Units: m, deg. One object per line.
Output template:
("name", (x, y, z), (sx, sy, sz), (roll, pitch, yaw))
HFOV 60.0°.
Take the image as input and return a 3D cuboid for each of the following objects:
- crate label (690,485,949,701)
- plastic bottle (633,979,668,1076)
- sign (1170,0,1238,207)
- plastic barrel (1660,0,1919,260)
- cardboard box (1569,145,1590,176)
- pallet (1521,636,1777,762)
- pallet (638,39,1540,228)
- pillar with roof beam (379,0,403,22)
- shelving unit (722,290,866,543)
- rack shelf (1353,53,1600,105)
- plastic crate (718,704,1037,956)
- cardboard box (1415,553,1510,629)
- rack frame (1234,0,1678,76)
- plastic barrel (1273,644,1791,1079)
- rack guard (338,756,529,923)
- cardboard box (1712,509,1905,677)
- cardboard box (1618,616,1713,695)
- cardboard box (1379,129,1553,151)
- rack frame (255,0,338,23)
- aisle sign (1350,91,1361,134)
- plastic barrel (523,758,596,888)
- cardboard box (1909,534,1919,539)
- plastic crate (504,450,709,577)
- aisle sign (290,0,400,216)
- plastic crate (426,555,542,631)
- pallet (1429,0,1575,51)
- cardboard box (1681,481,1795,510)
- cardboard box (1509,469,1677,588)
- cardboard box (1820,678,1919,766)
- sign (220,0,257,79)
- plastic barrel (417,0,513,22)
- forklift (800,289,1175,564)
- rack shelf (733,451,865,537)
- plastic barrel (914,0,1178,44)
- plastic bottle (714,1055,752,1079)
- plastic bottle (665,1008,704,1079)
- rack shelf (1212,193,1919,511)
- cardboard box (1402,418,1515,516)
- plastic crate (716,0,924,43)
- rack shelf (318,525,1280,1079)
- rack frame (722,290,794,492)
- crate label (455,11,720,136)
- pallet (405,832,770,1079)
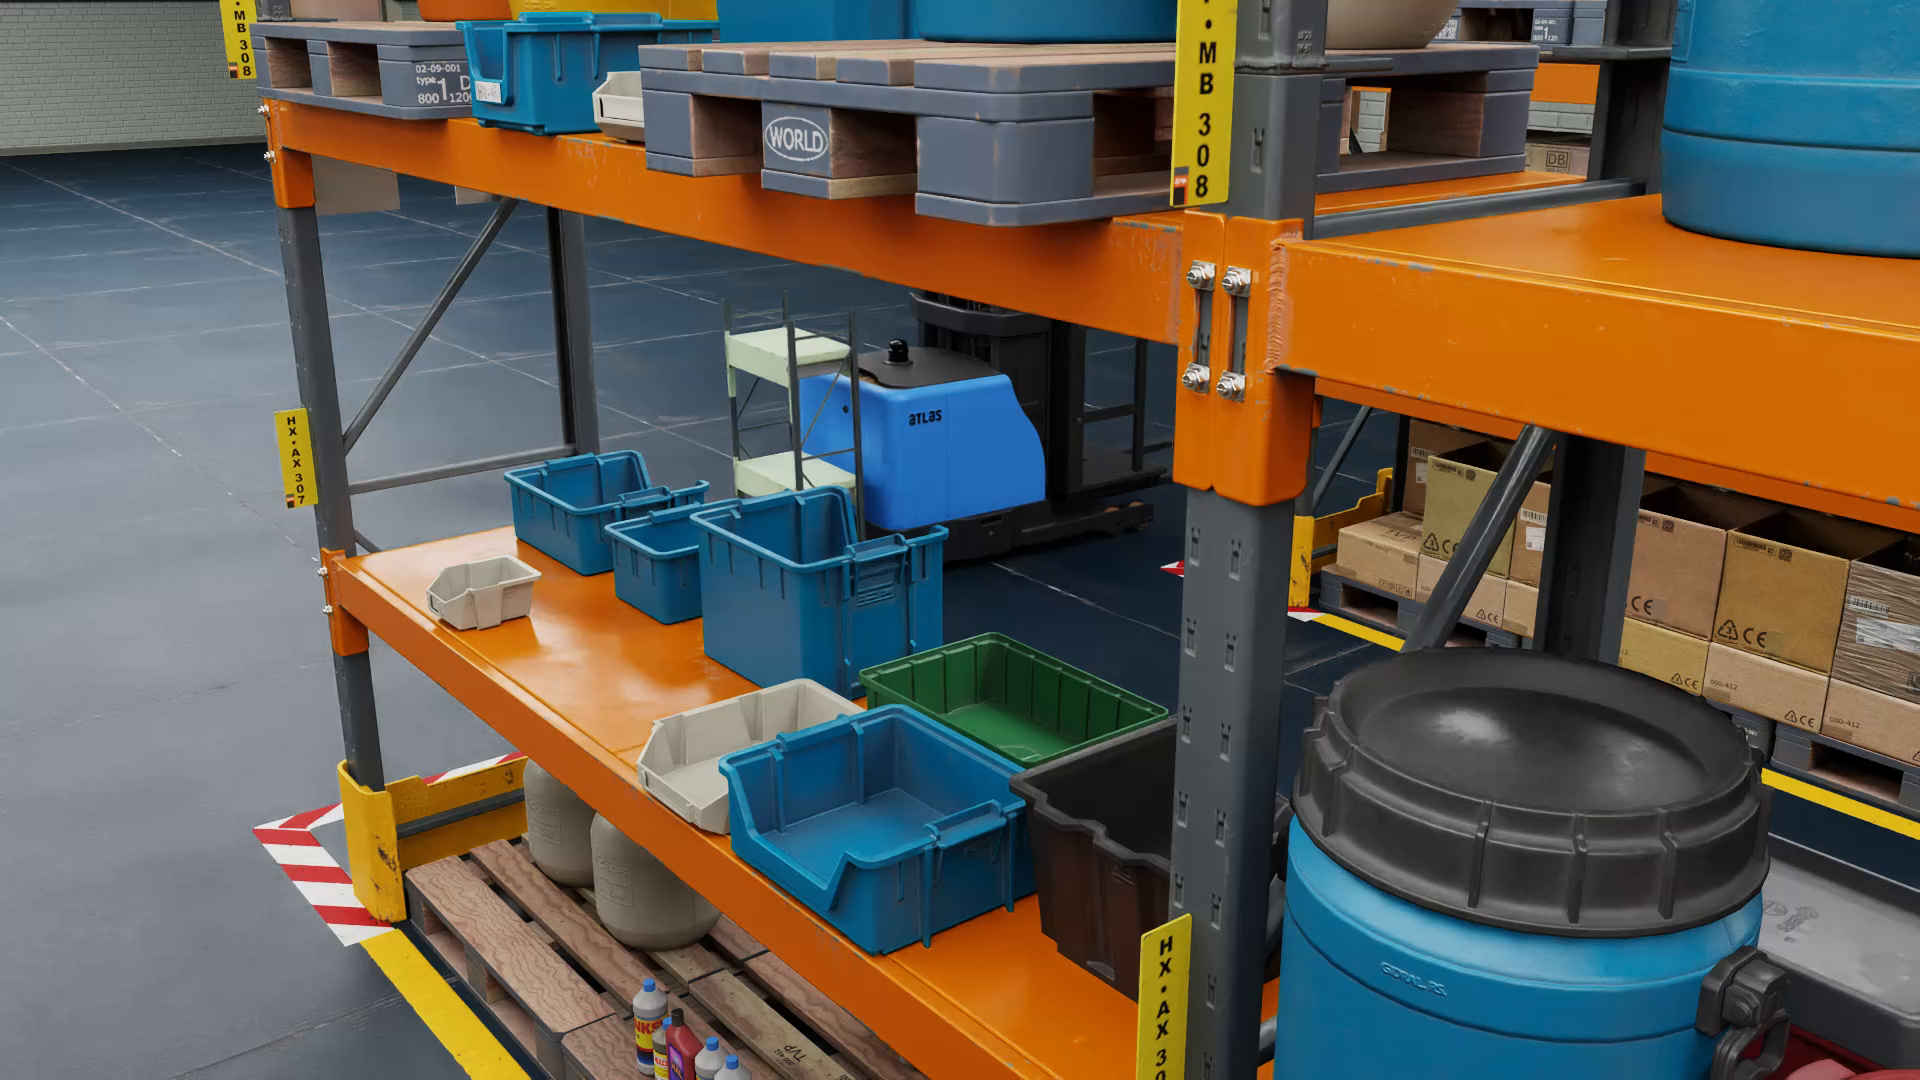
("crate label", (-0.388, 0.142, 4.605), (0.502, 0.435, 0.616), (-14, 23, -36))
("plastic bottle", (-0.861, 1.352, 4.648), (0.097, 0.271, 0.097), (0, 18, 0))
("sign", (0.303, -0.580, 2.055), (0.100, 0.325, 0.005), (-14, 23, -36))
("plastic barrel", (1.227, -0.835, 2.043), (0.600, 0.901, 0.708), (-14, 23, -36))
("cardboard box", (3.100, -1.488, 7.361), (0.700, 0.500, 0.500), (-14, 23, -36))
("pallet", (3.404, 0.597, 7.724), (1.003, 0.211, 1.213), (-14, 23, -36))
("pallet", (0.216, -0.749, 2.882), (1.213, 0.211, 1.003), (-14, 23, -36))
("pillar with roof beam", (-14.865, -11.572, 30.494), (9.100, 9.000, 0.400), (-14, 23, -36))
("shelving unit", (-0.903, -0.546, 9.104), (0.431, 1.500, 0.755), (-14, 23, -32))
("rack shelf", (3.384, -1.797, 6.891), (1.077, 0.370, 4.000), (-14, 23, -36))
("plastic crate", (-0.159, 0.595, 3.531), (0.499, 0.251, 0.616), (-14, 23, -36))
("cardboard box", (2.615, 0.196, 8.204), (0.500, 0.250, 0.500), (-14, 23, -36))
("rack frame", (0.741, -2.104, 1.901), (1.000, 3.000, 0.127), (-14, 23, -36))
("plastic barrel", (0.743, 0.660, 2.299), (0.600, 0.901, 0.708), (-14, 23, -36))
("rack guard", (-1.658, 0.954, 6.185), (1.175, 0.500, 0.348), (-14, 23, -36))
("cardboard box", (3.552, 0.208, 6.974), (0.500, 0.500, 0.500), (-14, 23, -36))
("cardboard box", (3.231, 0.444, 7.456), (0.500, 0.250, 0.500), (-14, 23, -36))
("cardboard box", (2.455, -1.740, 8.124), (0.700, 0.500, 0.500), (-14, 23, -36))
("rack frame", (-1.743, -3.090, 4.878), (1.000, 3.000, 0.127), (-14, 23, -36))
("aisle sign", (1.862, -2.398, 8.197), (0.394, 0.787, 0.004), (-14, 23, -36))
("plastic barrel", (-1.274, 0.887, 5.701), (0.421, 0.512, 0.421), (0, 18, 0))
("cardboard box", (4.267, 0.231, 6.906), (0.500, 0.500, 0.500), (-14, 23, -36))
("plastic crate", (-1.197, -0.106, 5.648), (0.499, 0.251, 0.616), (-14, 23, -36))
("aisle sign", (-2.017, -1.436, 5.293), (0.394, 0.787, 0.004), (-14, 23, -36))
("plastic crate", (-1.439, 0.167, 5.007), (0.298, 0.136, 0.250), (-14, 23, -36))
("pallet", (2.561, -2.410, 7.739), (1.003, 0.211, 1.213), (-14, 23, -36))
("cardboard box", (3.651, -0.017, 7.654), (0.500, 0.500, 0.500), (-14, 23, -36))
("cardboard box", (2.934, -0.039, 7.720), (0.500, 0.500, 0.500), (-14, 23, -36))
("cardboard box", (3.864, 0.687, 6.721), (0.500, 0.250, 0.500), (-14, 23, -36))
("sign", (-2.176, -1.564, 5.027), (0.100, 0.325, 0.005), (-14, 23, -36))
("plastic barrel", (-1.341, -1.974, 4.929), (0.600, 0.830, 0.708), (-14, 23, -36))
("forklift", (0.559, -1.542, 9.857), (3.031, 2.935, 1.130), (-13, 22, -34))
("rack shelf", (-0.896, -0.238, 9.211), (0.431, 0.370, 0.720), (-14, 23, -32))
("plastic barrel", (0.207, -1.384, 3.032), (0.600, 0.901, 0.708), (-14, 23, -36))
("plastic bottle", (-0.586, 1.461, 4.318), (0.097, 0.271, 0.097), (0, 18, 0))
("plastic bottle", (-0.735, 1.406, 4.467), (0.061, 0.283, 0.133), (-14, 23, -35))
("rack shelf", (1.983, 0.154, 0.997), (1.077, 0.370, 4.000), (-14, 23, -36))
("cardboard box", (2.709, -0.384, 8.762), (0.500, 0.500, 0.500), (-14, 23, -36))
("plastic crate", (-0.323, -1.247, 4.110), (0.392, 0.384, 0.575), (-14, 23, -36))
("rack shelf", (-0.501, 0.593, 4.446), (1.077, 0.370, 4.000), (-14, 23, -36))
("rack frame", (-1.108, -0.641, 9.392), (0.400, 1.500, 0.023), (-14, 23, -32))
("crate label", (-0.839, -1.069, 3.785), (0.502, 0.251, 0.408), (-14, 23, -36))
("pallet", (-1.158, 1.293, 5.623), (1.003, 0.211, 1.213), (-14, 23, -36))
